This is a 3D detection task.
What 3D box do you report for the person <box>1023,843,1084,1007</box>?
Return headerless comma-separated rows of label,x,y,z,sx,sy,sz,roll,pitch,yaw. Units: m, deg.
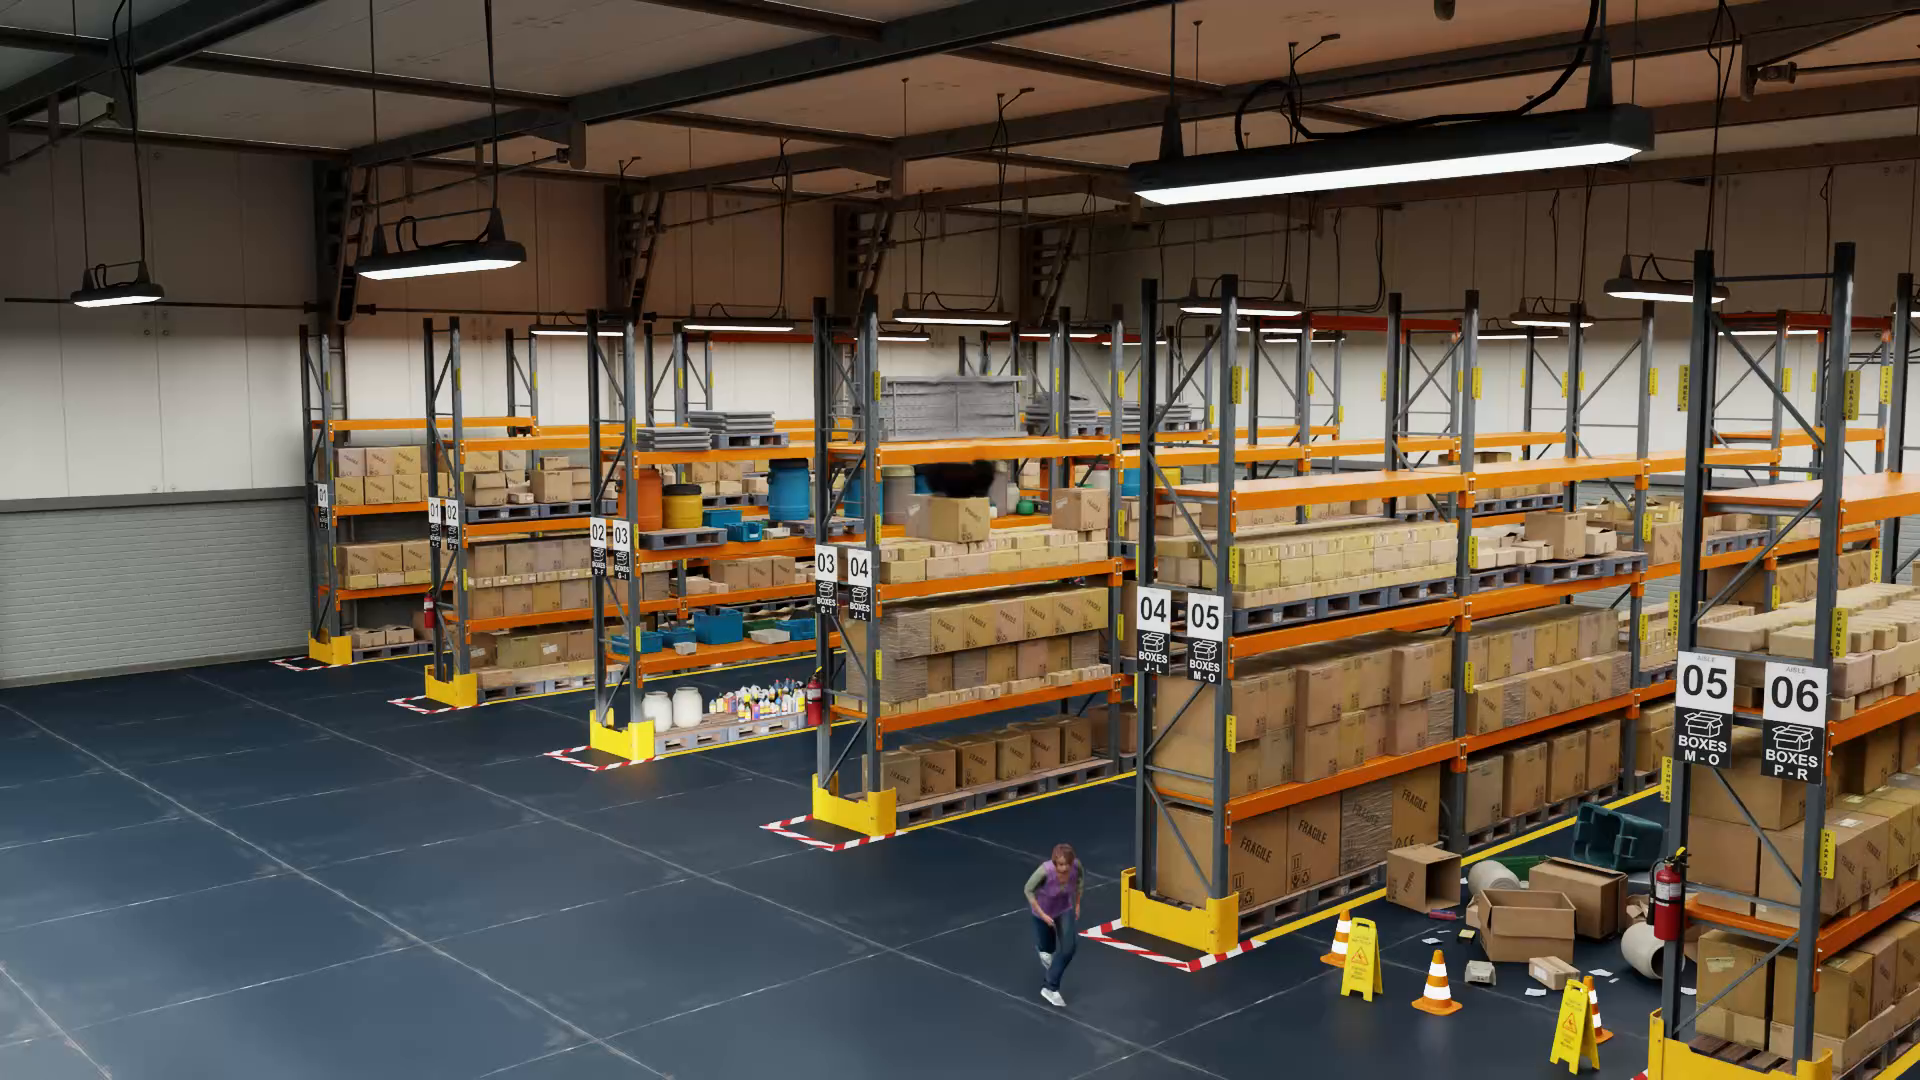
person,0.743,3.112,13.791,0.536,1.393,1.025,-1,6,-14
